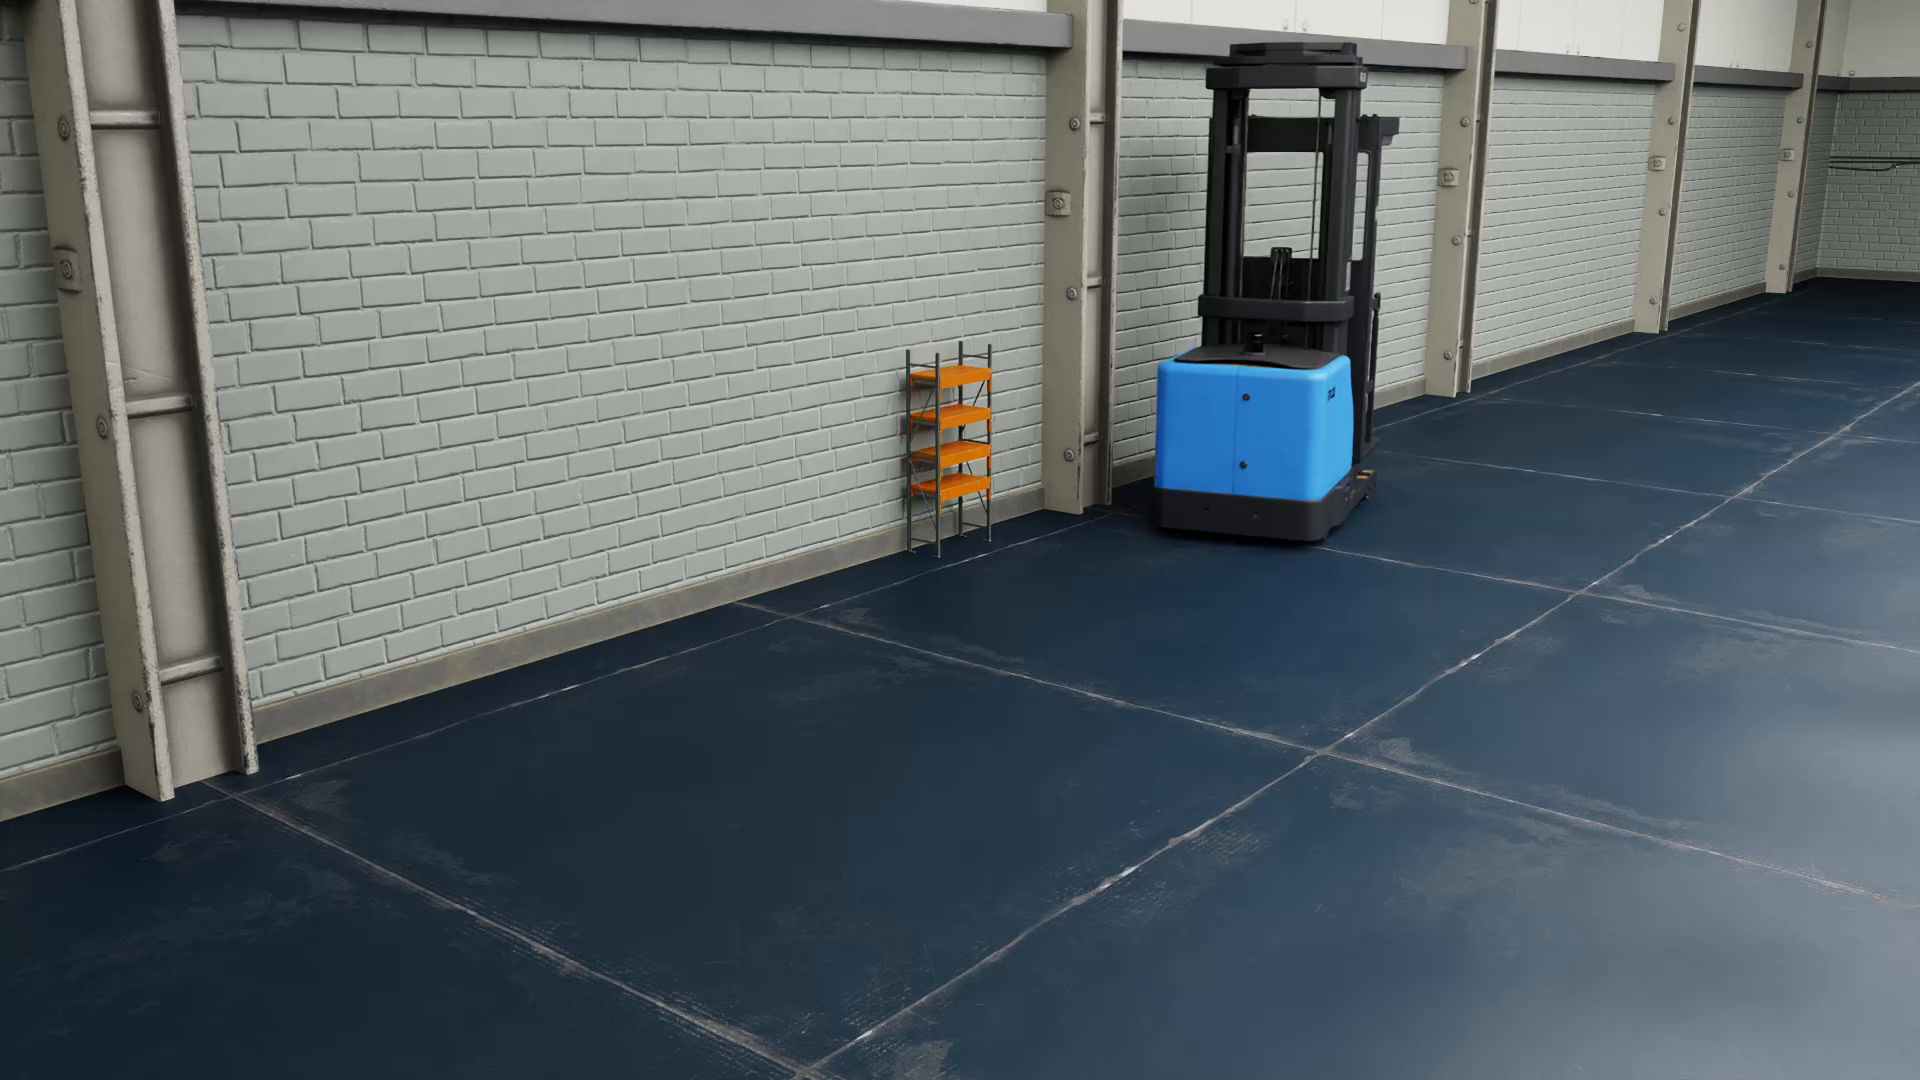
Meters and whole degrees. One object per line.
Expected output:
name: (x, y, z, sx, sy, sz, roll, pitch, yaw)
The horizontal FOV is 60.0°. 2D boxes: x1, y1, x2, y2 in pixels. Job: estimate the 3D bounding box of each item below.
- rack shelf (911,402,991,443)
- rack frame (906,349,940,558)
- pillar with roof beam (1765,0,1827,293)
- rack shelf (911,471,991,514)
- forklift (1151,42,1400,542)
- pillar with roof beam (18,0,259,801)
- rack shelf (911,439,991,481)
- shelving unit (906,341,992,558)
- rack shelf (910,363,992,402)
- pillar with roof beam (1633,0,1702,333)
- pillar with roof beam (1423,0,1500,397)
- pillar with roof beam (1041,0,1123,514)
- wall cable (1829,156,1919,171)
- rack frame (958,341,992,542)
rack shelf: (-0.062, -0.694, 9.781, 0.258, 0.148, 0.480, 11, 18, 37)
rack frame: (-0.214, -0.495, 9.634, 0.240, 1.200, 0.015, 11, 18, 37)
pillar with roof beam: (15.432, -7.369, 20.854, 9.100, 9.000, 0.400, 11, 18, 38)
rack shelf: (-0.062, -0.285, 9.885, 0.258, 0.148, 0.480, 11, 18, 37)
forklift: (2.215, -1.728, 10.973, 1.130, 2.935, 3.031, 6, 15, 22)
pillar with roof beam: (0.348, -2.773, 2.761, 9.100, 9.000, 0.400, 11, 18, 38)
rack shelf: (-0.062, -0.477, 9.836, 0.258, 0.148, 0.480, 11, 18, 37)
shelving unit: (-0.062, -0.542, 9.819, 0.258, 1.200, 0.503, 11, 18, 37)
rack shelf: (-0.062, -0.923, 9.722, 0.258, 0.148, 0.480, 11, 18, 37)
pillar with roof beam: (11.661, -6.220, 16.331, 9.100, 9.000, 0.400, 11, 18, 38)
pillar with roof beam: (7.890, -5.071, 11.807, 9.100, 9.000, 0.400, 11, 18, 38)
pillar with roof beam: (4.119, -3.922, 7.284, 9.100, 9.000, 0.400, 11, 18, 38)
wall cable: (14.964, -6.890, 25.274, 3.097, 2.526, 0.112, 11, 18, 38)
rack frame: (0.089, -0.589, 10.004, 0.240, 1.200, 0.015, 11, 18, 37)
